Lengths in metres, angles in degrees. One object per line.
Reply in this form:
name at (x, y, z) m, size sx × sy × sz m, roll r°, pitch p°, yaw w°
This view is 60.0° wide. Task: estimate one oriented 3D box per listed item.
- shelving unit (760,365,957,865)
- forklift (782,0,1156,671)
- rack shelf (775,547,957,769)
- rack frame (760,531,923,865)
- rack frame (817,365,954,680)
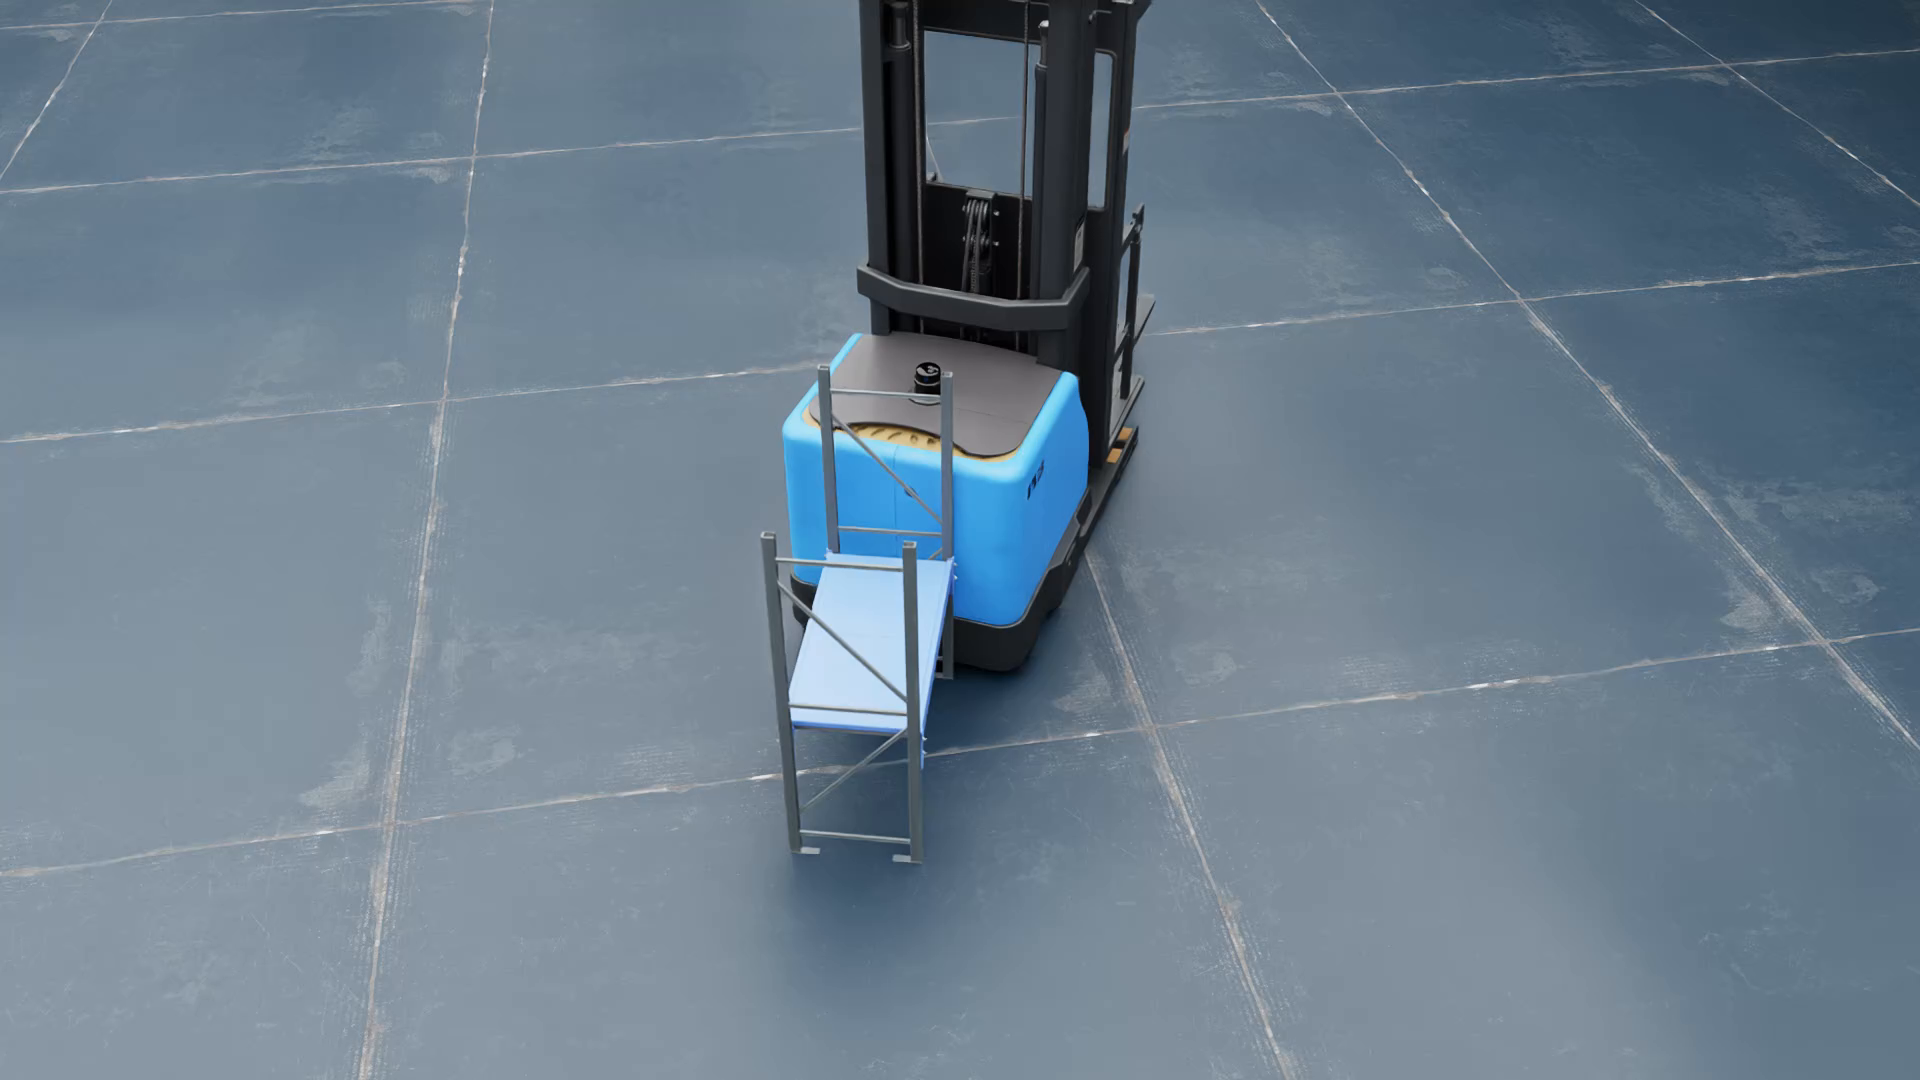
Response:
shelving unit at (-0.332, 0.281, 6.166) m, size 0.538 × 1.500 × 1.048 m, roll 4°, pitch 38°, yaw 5°
forklift at (0.246, -1.518, 7.314) m, size 1.130 × 2.935 × 3.031 m, roll 12°, pitch 39°, yaw 15°
rack shelf at (-0.332, 0.423, 6.276) m, size 0.538 × 0.185 × 1.000 m, roll 4°, pitch 38°, yaw 5°
rack frame at (-0.388, 0.591, 5.767) m, size 0.500 × 1.500 × 0.032 m, roll 4°, pitch 38°, yaw 5°
rack frame at (-0.276, -0.029, 6.565) m, size 0.500 × 1.500 × 0.032 m, roll 4°, pitch 38°, yaw 5°
